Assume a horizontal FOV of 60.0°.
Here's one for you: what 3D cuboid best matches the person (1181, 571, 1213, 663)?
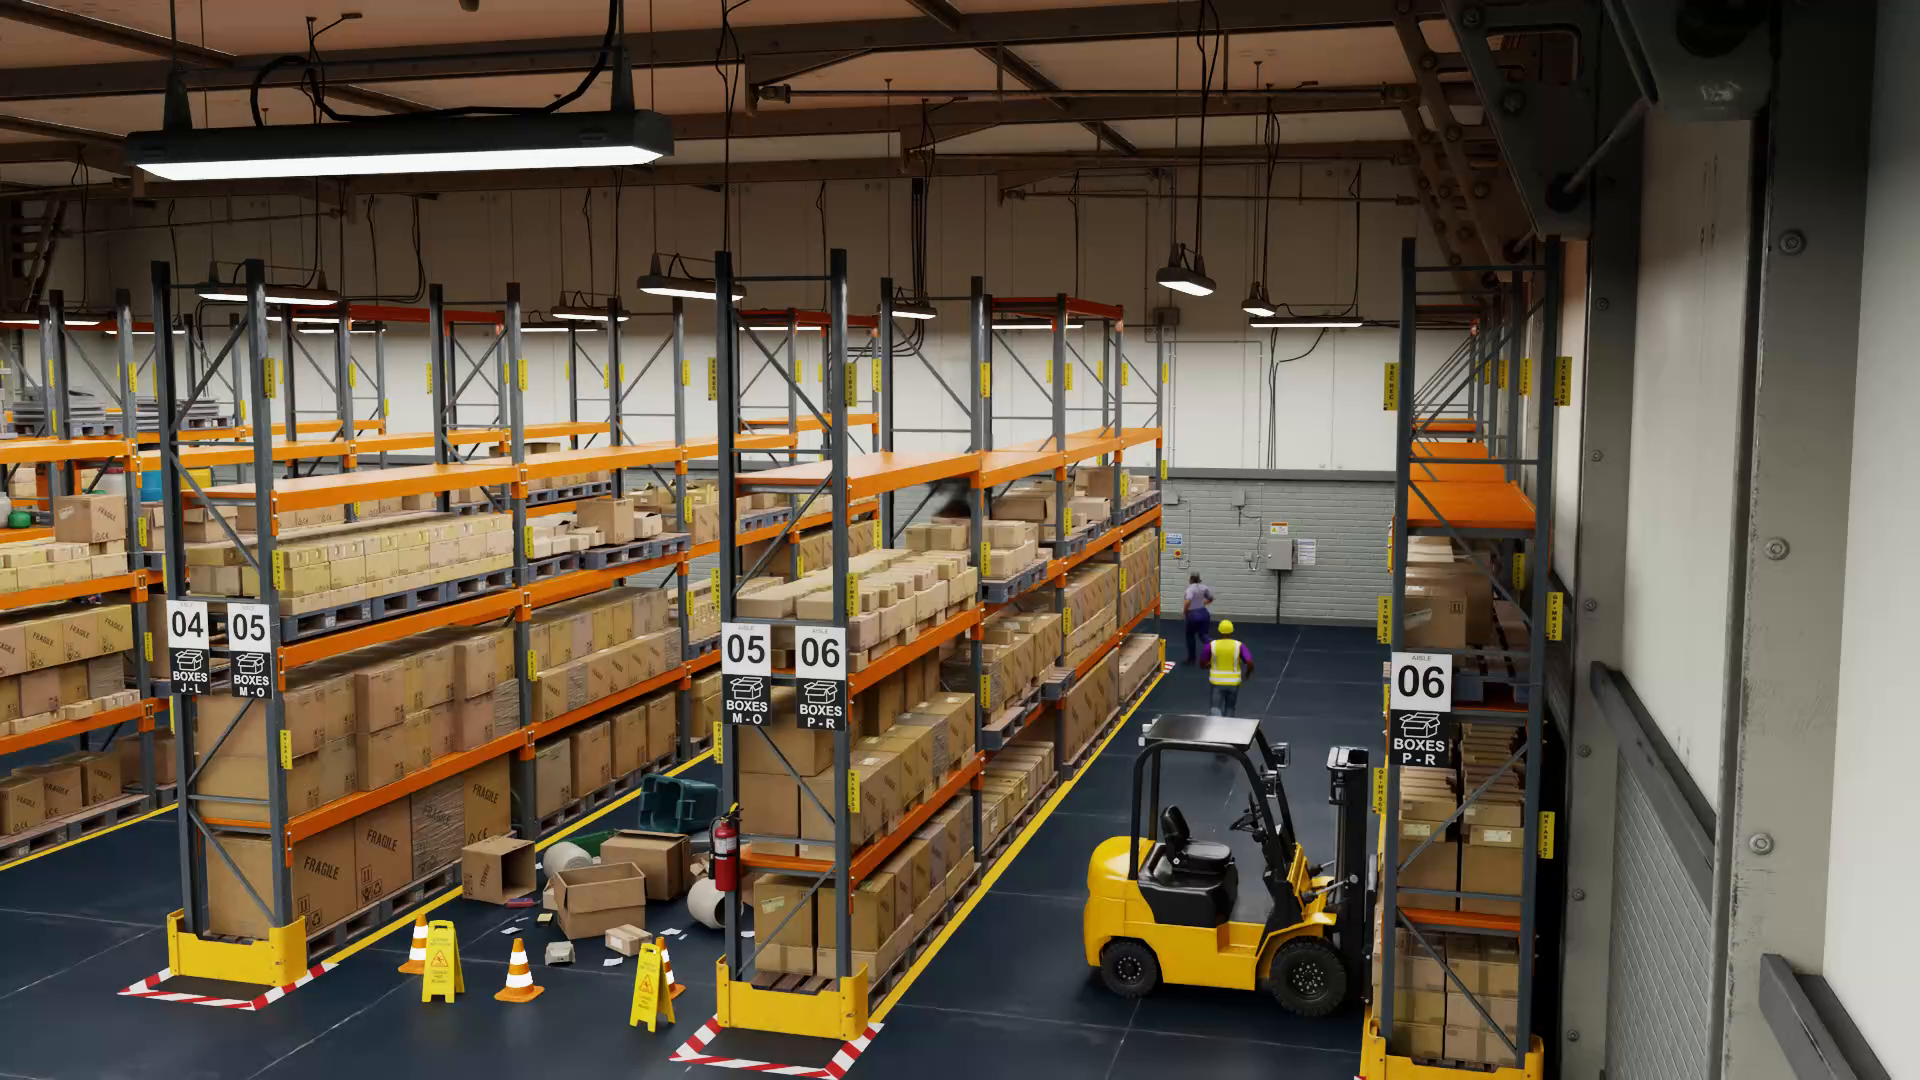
[{"bbox_3d":[4.048,1.348,28.492,0.656,1.635,0.784,-4,7,-31],"label":"person"}]

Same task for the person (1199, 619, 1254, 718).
[{"bbox_3d":[3.593,1.931,22.491,0.723,1.735,0.803,1,6,7],"label":"person"}]
